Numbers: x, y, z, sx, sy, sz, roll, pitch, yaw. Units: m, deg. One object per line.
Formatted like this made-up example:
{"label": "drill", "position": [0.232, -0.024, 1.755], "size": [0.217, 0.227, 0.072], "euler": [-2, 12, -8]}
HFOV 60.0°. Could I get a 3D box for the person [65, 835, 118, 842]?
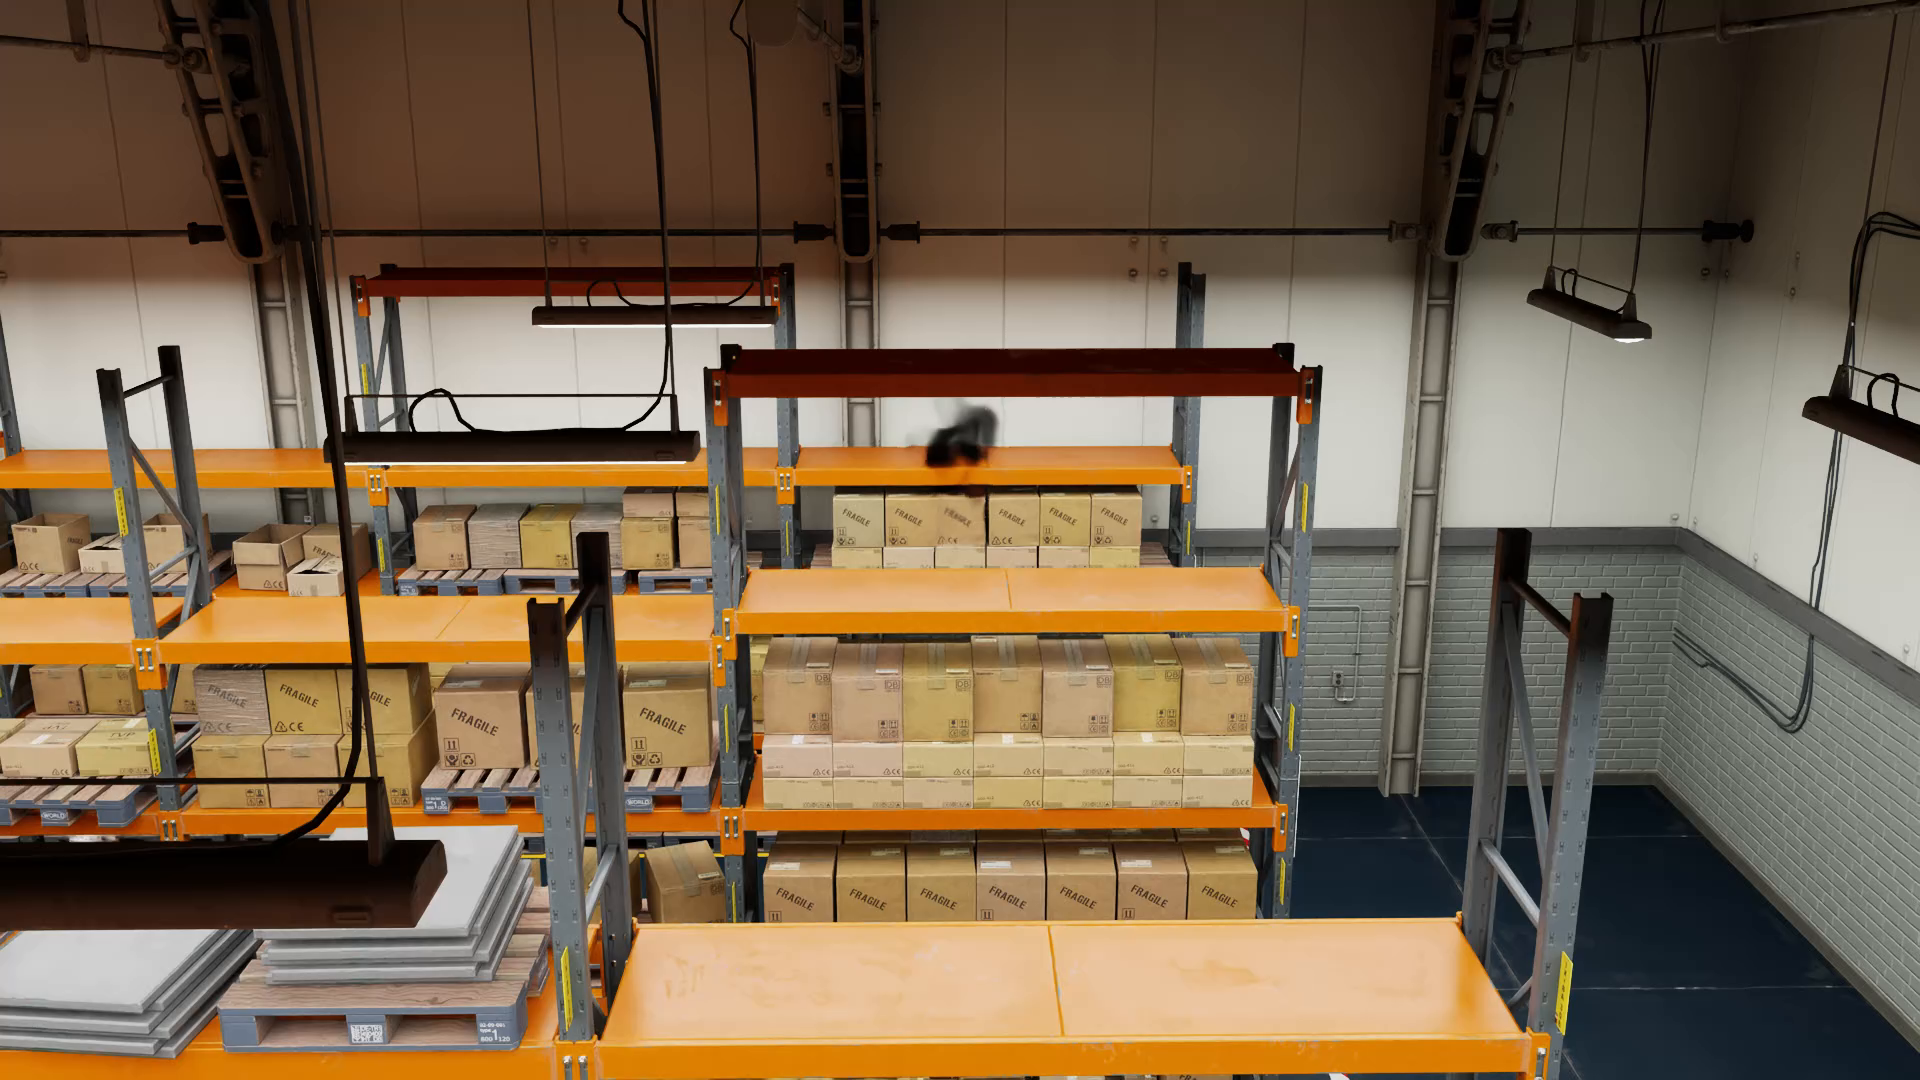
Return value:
{"label": "person", "position": [-7.803, 3.112, 14.951], "size": [0.823, 1.634, 0.617], "euler": [-3, 16, -9]}
